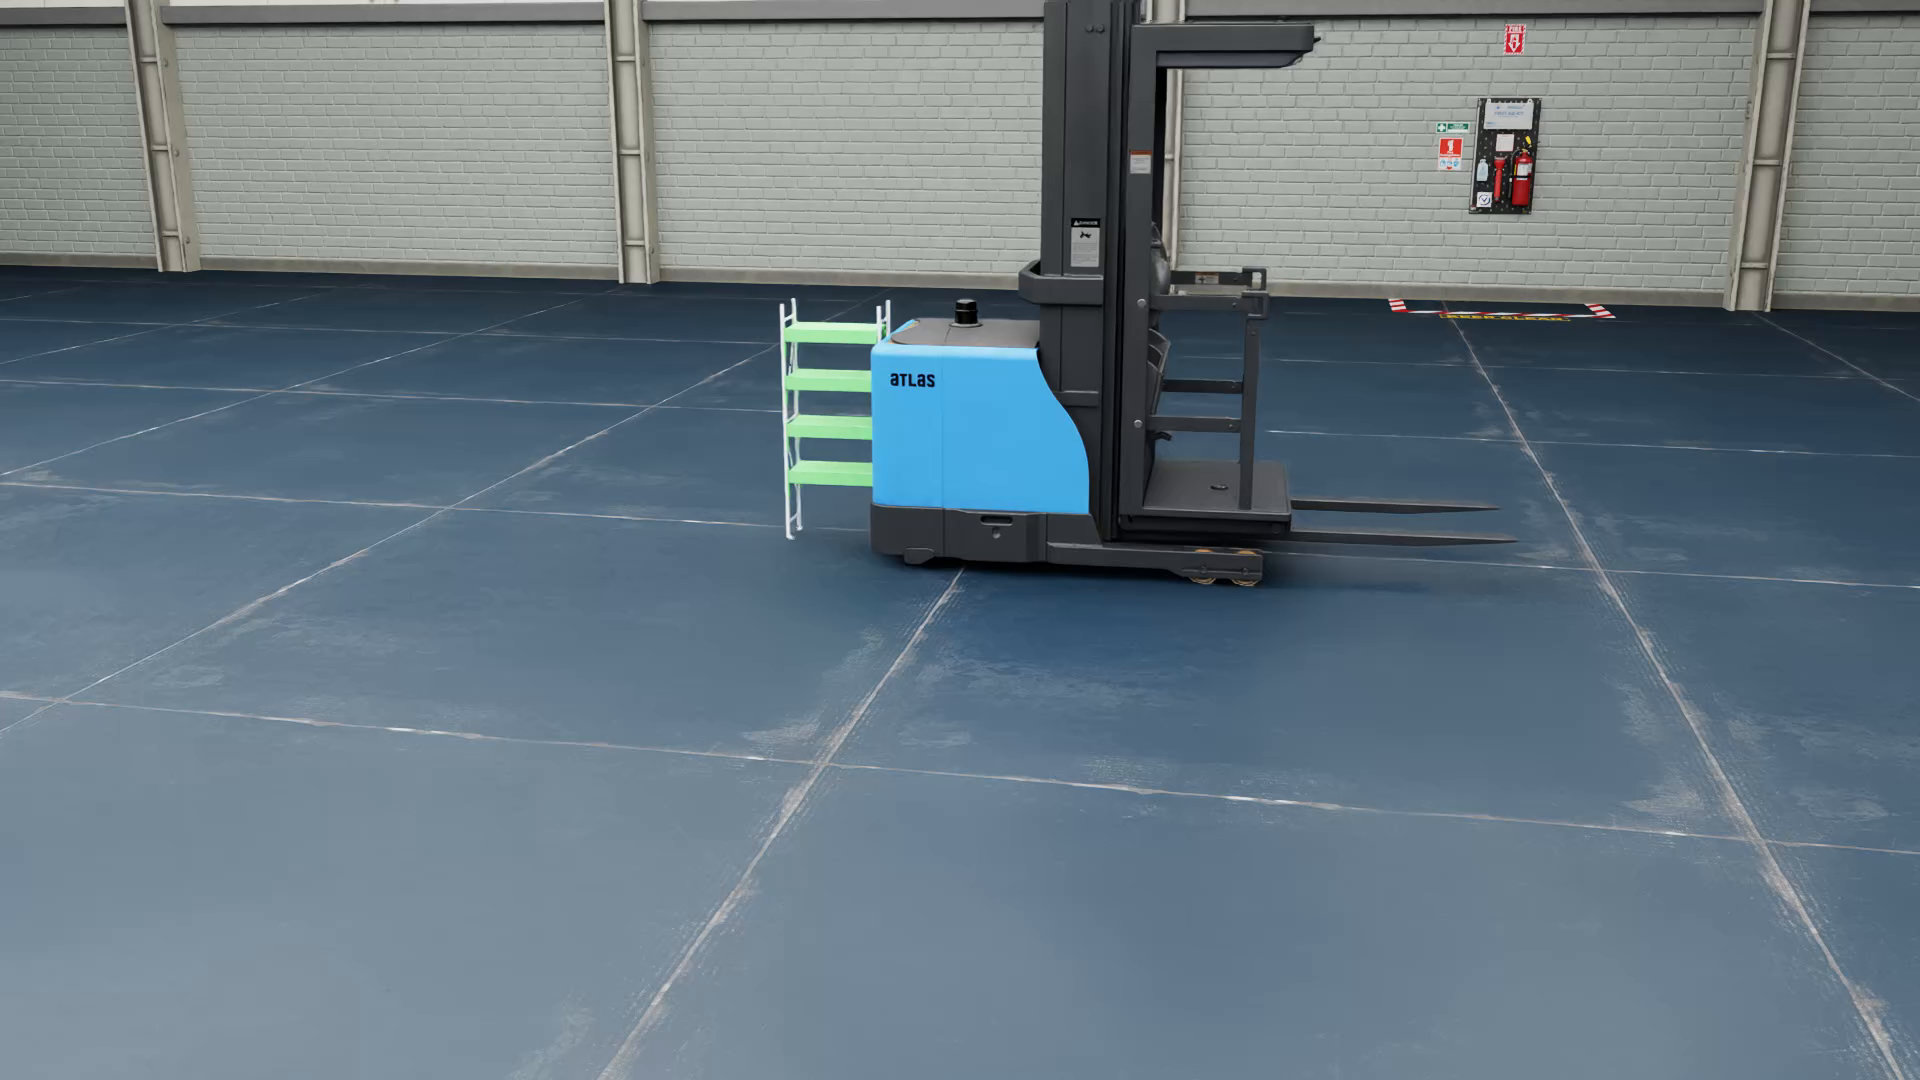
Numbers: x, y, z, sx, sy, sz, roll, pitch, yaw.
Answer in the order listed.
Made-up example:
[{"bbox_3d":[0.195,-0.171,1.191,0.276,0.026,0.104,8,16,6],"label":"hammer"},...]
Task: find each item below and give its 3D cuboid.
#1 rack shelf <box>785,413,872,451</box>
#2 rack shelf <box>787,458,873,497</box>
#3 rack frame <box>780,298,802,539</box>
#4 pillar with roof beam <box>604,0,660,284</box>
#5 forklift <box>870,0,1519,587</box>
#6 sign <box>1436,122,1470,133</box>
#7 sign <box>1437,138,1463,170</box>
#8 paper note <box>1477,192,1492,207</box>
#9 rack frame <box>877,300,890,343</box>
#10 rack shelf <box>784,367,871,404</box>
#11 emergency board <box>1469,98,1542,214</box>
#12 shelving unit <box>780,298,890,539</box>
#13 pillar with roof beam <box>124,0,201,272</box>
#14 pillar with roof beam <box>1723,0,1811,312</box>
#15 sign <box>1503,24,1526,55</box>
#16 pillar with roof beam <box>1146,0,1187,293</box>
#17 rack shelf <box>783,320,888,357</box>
[{"bbox_3d":[-0.618,-0.541,8.436,0.480,0.148,0.258,3,16,9],"label":"rack shelf"},{"bbox_3d":[-0.618,-0.310,8.500,0.480,0.148,0.258,3,16,9],"label":"rack shelf"},{"bbox_3d":[-0.859,-0.613,8.457,0.015,1.200,0.240,3,16,9],"label":"rack frame"},{"bbox_3d":[-4.575,-6.209,14.051,0.400,9.000,9.100,3,16,11],"label":"pillar with roof beam"},{"bbox_3d":[1.132,-1.349,7.872,3.031,2.935,1.130,3,16,9],"label":"forklift"},{"bbox_3d":[5.109,-4.274,17.242,0.331,0.109,0.001,3,16,11],"label":"sign"},{"bbox_3d":[5.107,-4.021,17.322,0.234,0.329,0.001,3,16,11],"label":"sign"},{"bbox_3d":[5.468,-3.550,17.340,0.142,0.148,0.016,3,16,11],"label":"paper note"},{"bbox_3d":[-0.378,-0.592,8.381,0.015,1.200,0.240,3,16,9],"label":"rack frame"},{"bbox_3d":[-0.618,-0.772,8.372,0.480,0.148,0.258,3,16,9],"label":"rack shelf"},{"bbox_3d":[5.628,-3.947,17.124,0.643,1.169,0.194,3,16,11],"label":"emergency board"},{"bbox_3d":[-0.618,-0.602,8.419,0.503,1.200,0.258,3,16,9],"label":"shelving unit"},{"bbox_3d":[-10.455,-6.529,15.203,0.400,9.000,9.100,3,16,11],"label":"pillar with roof beam"},{"bbox_3d":[7.184,-5.571,11.747,0.400,9.000,9.100,3,16,11],"label":"pillar with roof beam"},{"bbox_3d":[5.640,-5.091,16.910,0.199,0.298,0.001,3,16,11],"label":"sign"},{"bbox_3d":[1.304,-5.890,12.899,0.400,9.000,9.100,3,16,11],"label":"pillar with roof beam"},{"bbox_3d":[-0.618,-1.003,8.308,0.480,0.148,0.258,3,16,9],"label":"rack shelf"}]
